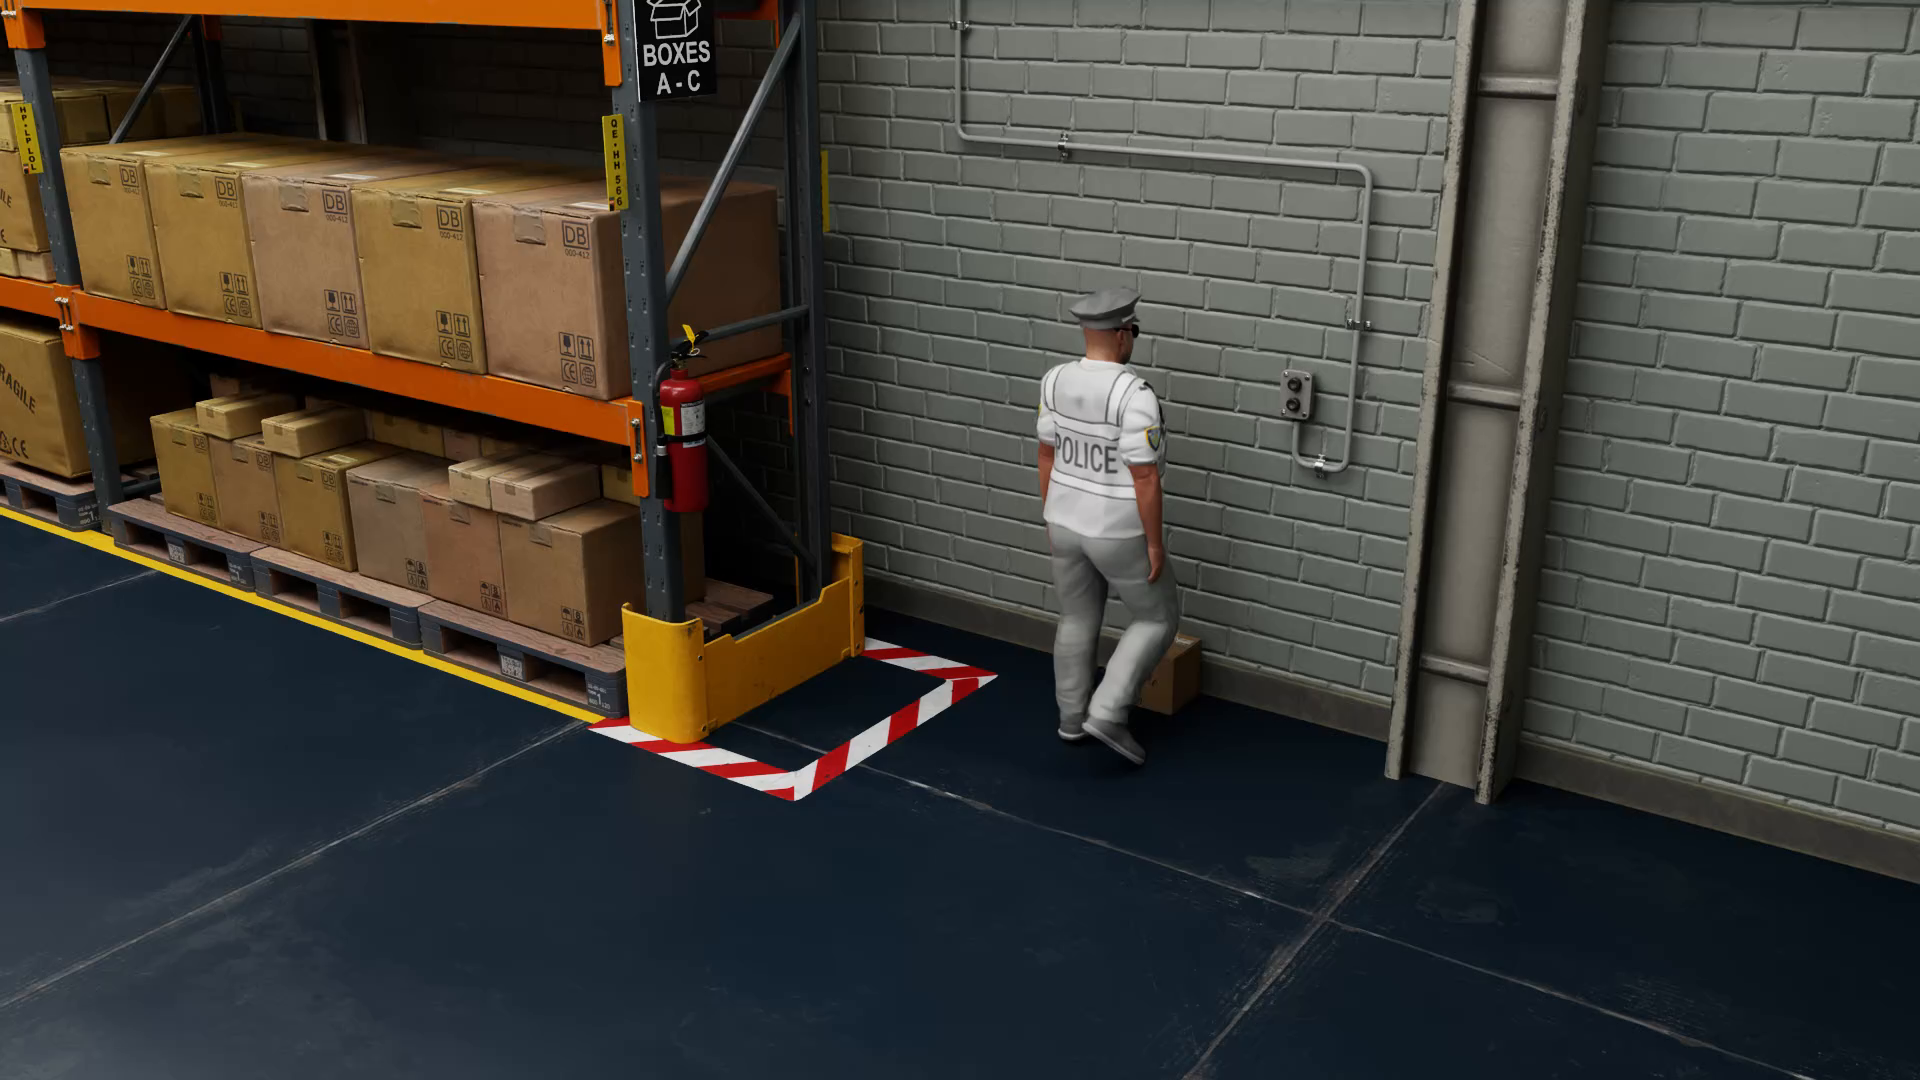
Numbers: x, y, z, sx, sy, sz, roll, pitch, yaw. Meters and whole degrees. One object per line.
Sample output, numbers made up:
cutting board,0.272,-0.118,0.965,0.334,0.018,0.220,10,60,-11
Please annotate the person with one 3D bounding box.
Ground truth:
person,0.524,-0.039,6.138,0.551,1.776,0.484,17,26,39
